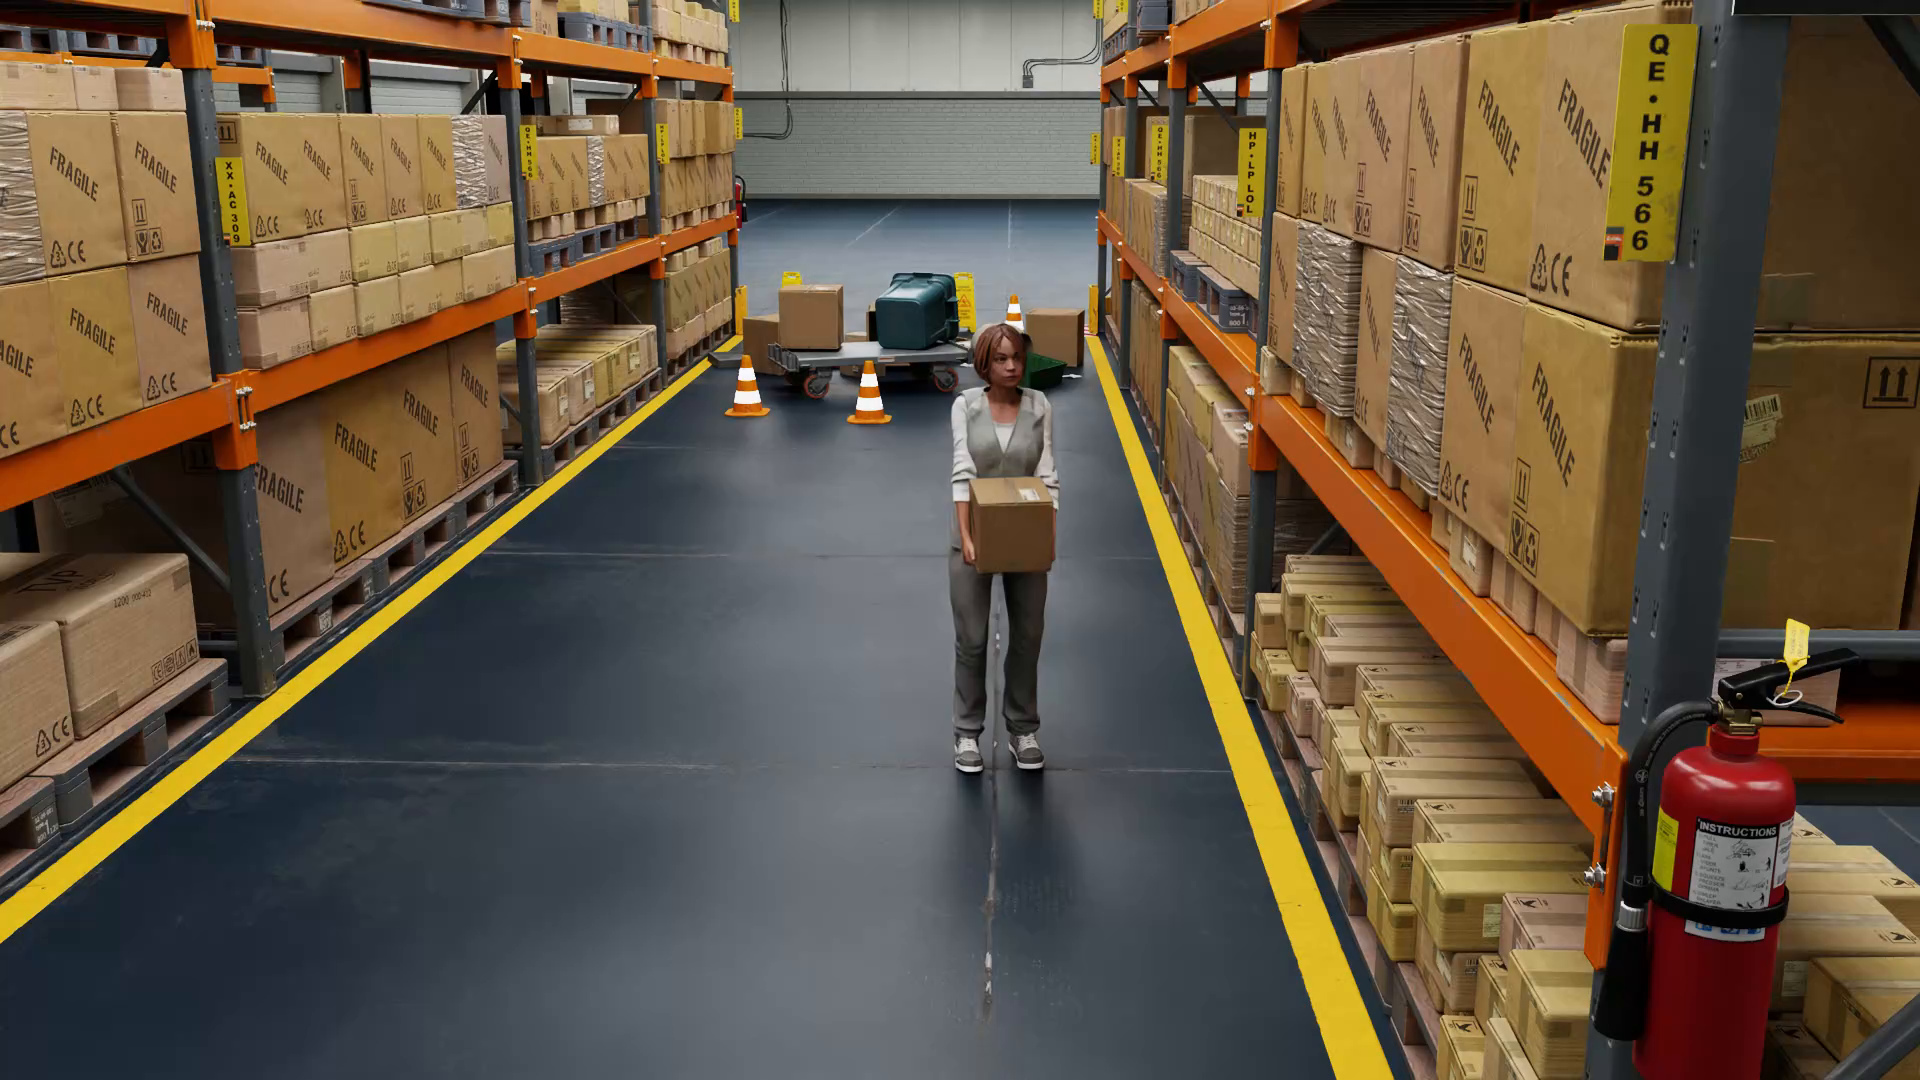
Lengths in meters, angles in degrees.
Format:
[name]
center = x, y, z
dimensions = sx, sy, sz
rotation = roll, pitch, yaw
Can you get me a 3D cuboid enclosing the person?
[person]
center = 0.153, 0.053, 5.823
dimensions = 0.375, 1.599, 0.500
rotation = -2, 14, -7
